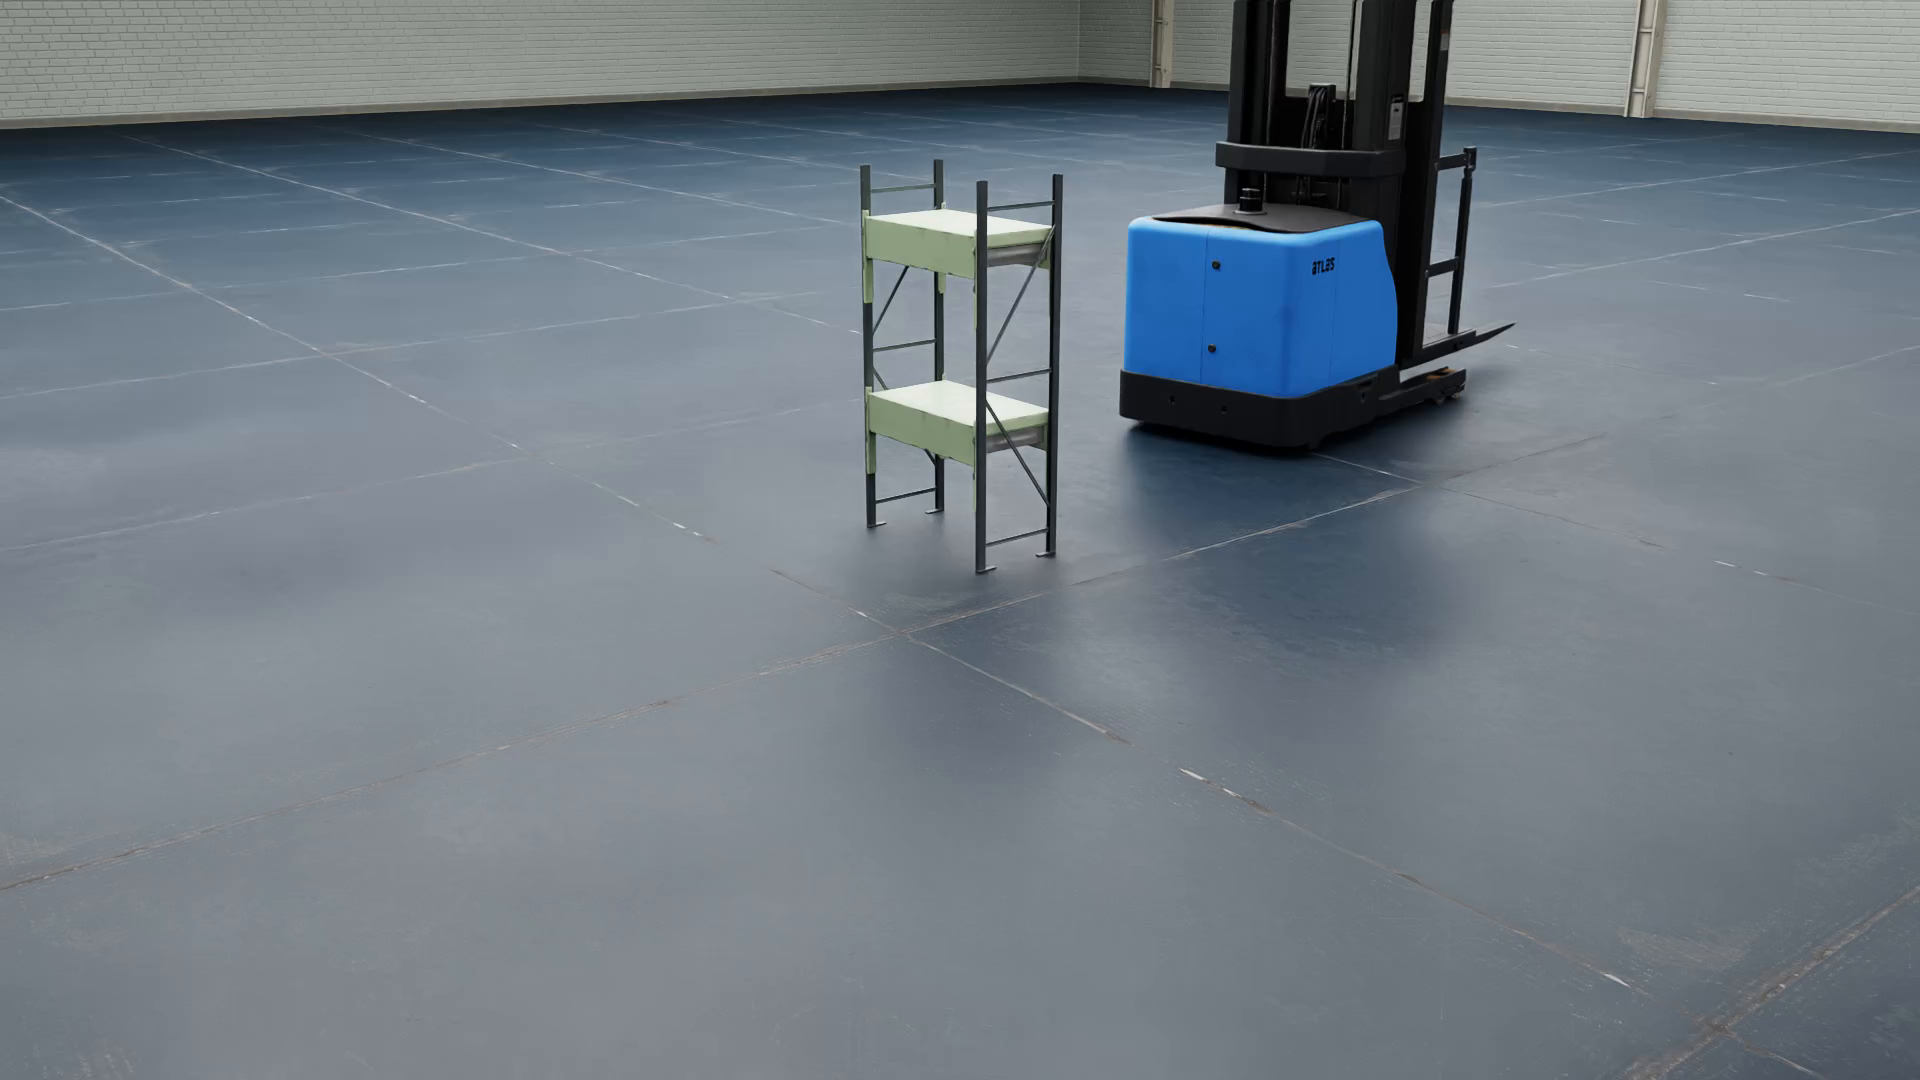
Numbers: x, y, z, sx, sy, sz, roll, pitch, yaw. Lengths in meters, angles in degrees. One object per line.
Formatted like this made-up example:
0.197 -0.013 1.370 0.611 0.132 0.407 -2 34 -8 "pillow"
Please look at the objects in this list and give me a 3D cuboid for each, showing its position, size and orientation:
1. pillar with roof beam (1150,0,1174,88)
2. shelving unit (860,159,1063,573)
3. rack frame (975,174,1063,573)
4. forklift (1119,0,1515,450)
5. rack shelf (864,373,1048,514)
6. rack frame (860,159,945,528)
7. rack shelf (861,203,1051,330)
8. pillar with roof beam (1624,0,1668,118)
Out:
1.266 -13.930 34.616 9.100 9.000 0.400 -14 23 -36 "pillar with roof beam"
-0.004 -0.714 6.632 0.431 1.500 0.755 -14 23 -36 "shelving unit"
0.223 -0.623 6.359 0.400 1.500 0.023 -14 23 -36 "rack frame"
2.163 -2.222 8.909 1.130 2.935 3.031 15 24 38 "forklift"
-0.004 -0.404 6.734 0.431 0.370 0.720 -14 23 -36 "rack shelf"
-0.231 -0.804 6.904 0.400 1.500 0.023 -14 23 -36 "rack frame"
-0.004 -1.084 6.509 0.431 0.370 0.720 -14 23 -36 "rack shelf"
8.716 -10.973 25.686 9.100 9.000 0.400 -14 23 -36 "pillar with roof beam"
